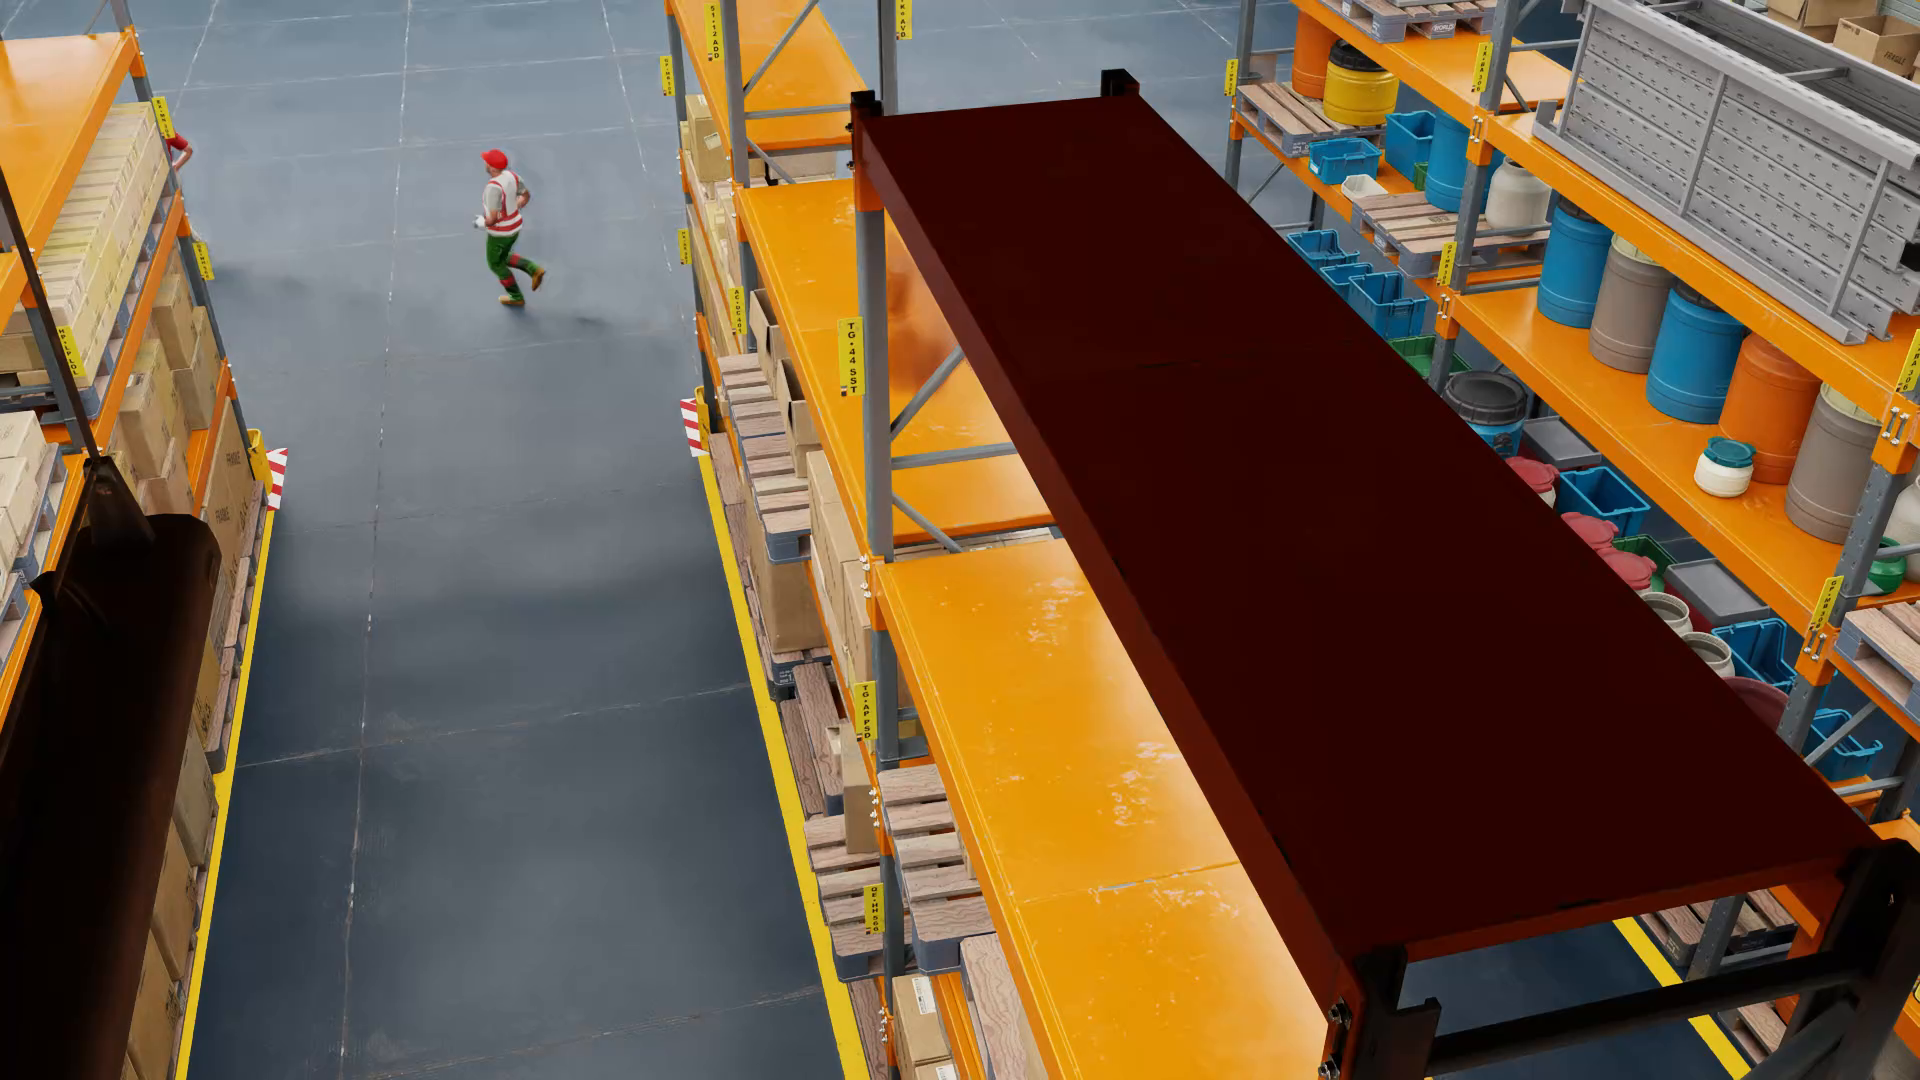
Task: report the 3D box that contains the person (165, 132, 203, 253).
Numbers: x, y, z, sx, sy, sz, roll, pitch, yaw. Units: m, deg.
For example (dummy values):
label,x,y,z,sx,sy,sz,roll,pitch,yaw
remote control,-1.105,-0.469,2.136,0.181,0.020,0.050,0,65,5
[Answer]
label,x,y,z,sx,sy,sz,roll,pitch,yaw
person,-8.723,-3.865,18.246,0.879,1.731,0.663,16,38,22

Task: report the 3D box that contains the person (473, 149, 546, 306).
label,x,y,z,sx,sy,sz,roll,pitch,yaw
person,-4.705,-3.226,17.269,0.602,1.737,0.655,10,36,14
